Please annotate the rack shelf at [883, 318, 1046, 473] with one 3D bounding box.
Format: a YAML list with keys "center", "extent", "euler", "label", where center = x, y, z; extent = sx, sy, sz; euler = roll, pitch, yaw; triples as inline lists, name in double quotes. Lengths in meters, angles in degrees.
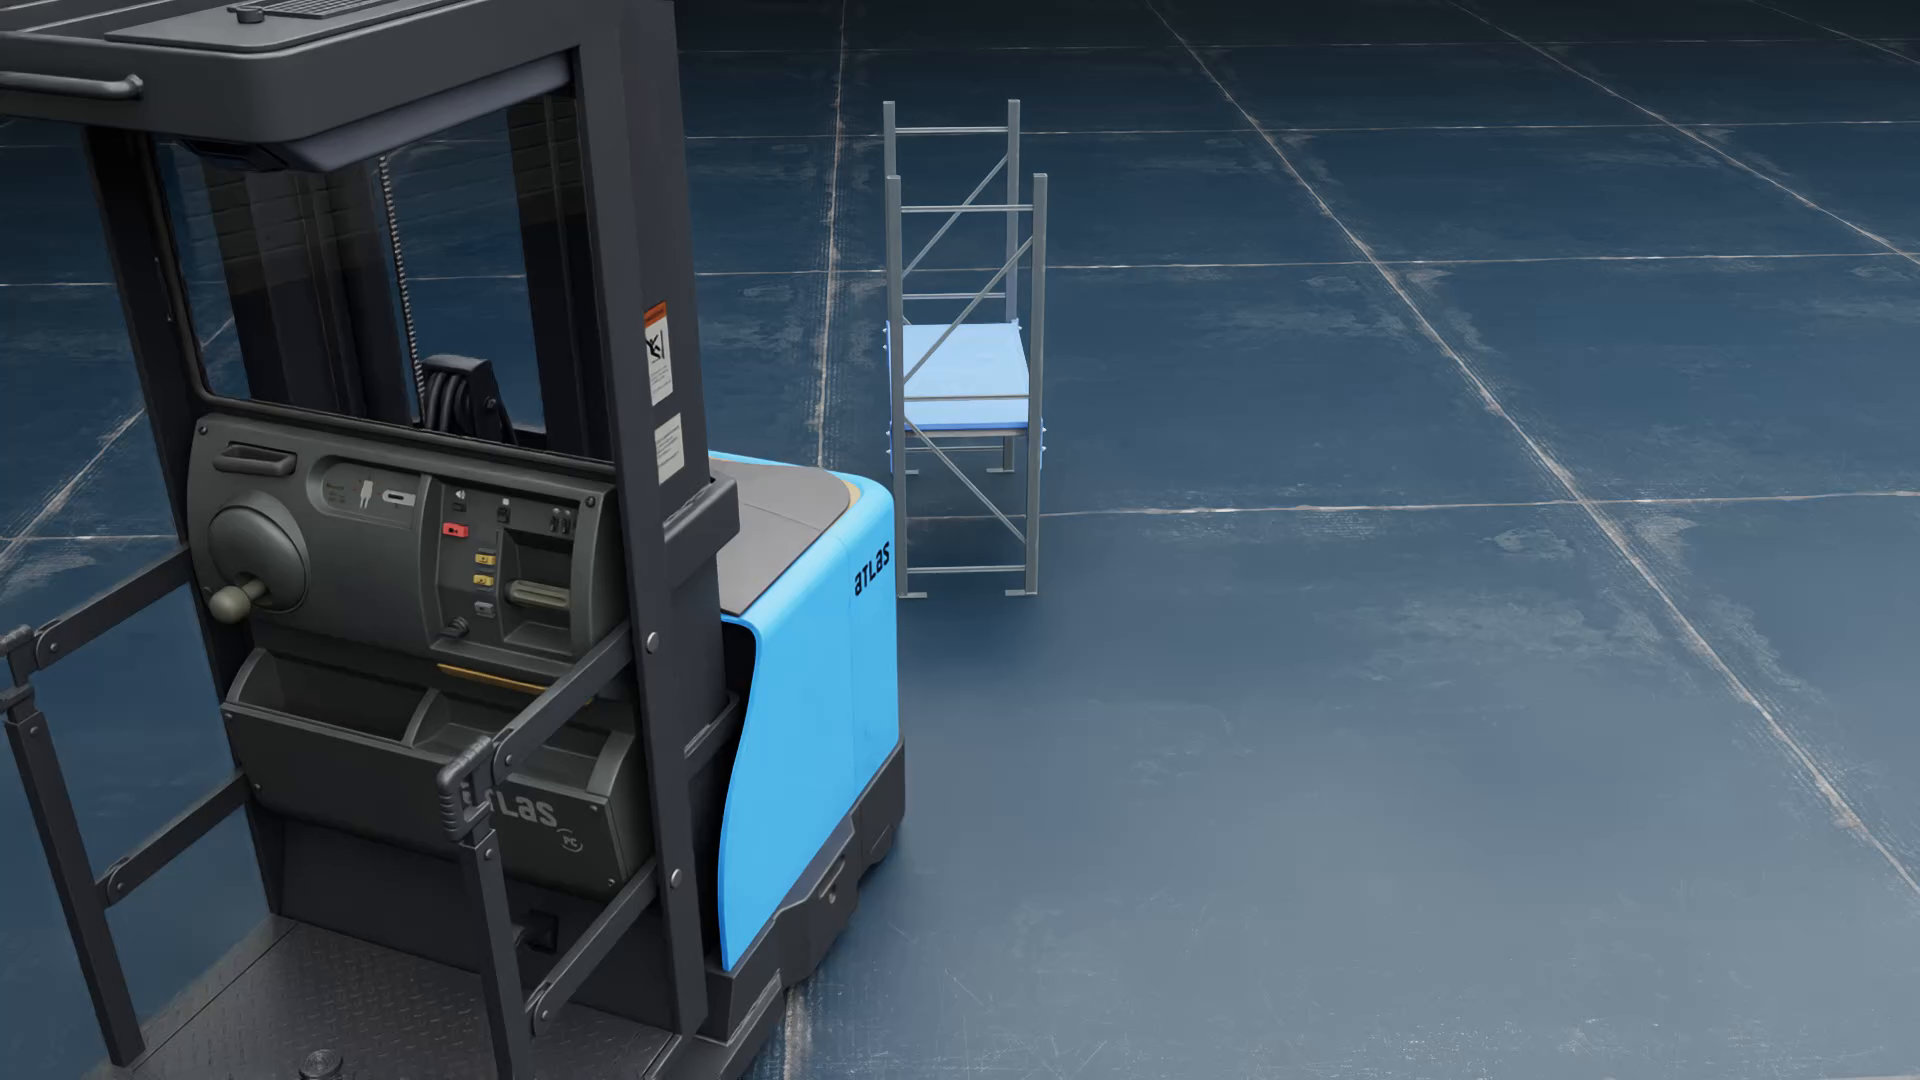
- center: [-0.004, -0.545, 6.062]
  extent: [0.538, 0.185, 1.000]
  euler: [-1, 28, -3]
  label: "rack shelf"

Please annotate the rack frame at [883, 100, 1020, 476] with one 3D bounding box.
- center: [-0.031, -0.939, 6.429]
  extent: [0.500, 1.500, 0.032]
  euler: [-1, 28, -3]
  label: "rack frame"

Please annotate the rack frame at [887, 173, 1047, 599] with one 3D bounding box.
- center: [0.022, -0.470, 5.529]
  extent: [0.500, 1.500, 0.032]
  euler: [-1, 28, -3]
  label: "rack frame"

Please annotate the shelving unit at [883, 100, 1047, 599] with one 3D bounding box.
- center: [-0.004, -0.704, 5.979]
  extent: [0.538, 1.500, 1.048]
  euler: [-1, 28, -3]
  label: "shelving unit"

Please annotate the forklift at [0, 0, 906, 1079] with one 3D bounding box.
- center: [-1.157, 0.054, 2.977]
  extent: [1.130, 2.935, 3.031]
  euler: [10, 29, 19]
  label: "forklift"
